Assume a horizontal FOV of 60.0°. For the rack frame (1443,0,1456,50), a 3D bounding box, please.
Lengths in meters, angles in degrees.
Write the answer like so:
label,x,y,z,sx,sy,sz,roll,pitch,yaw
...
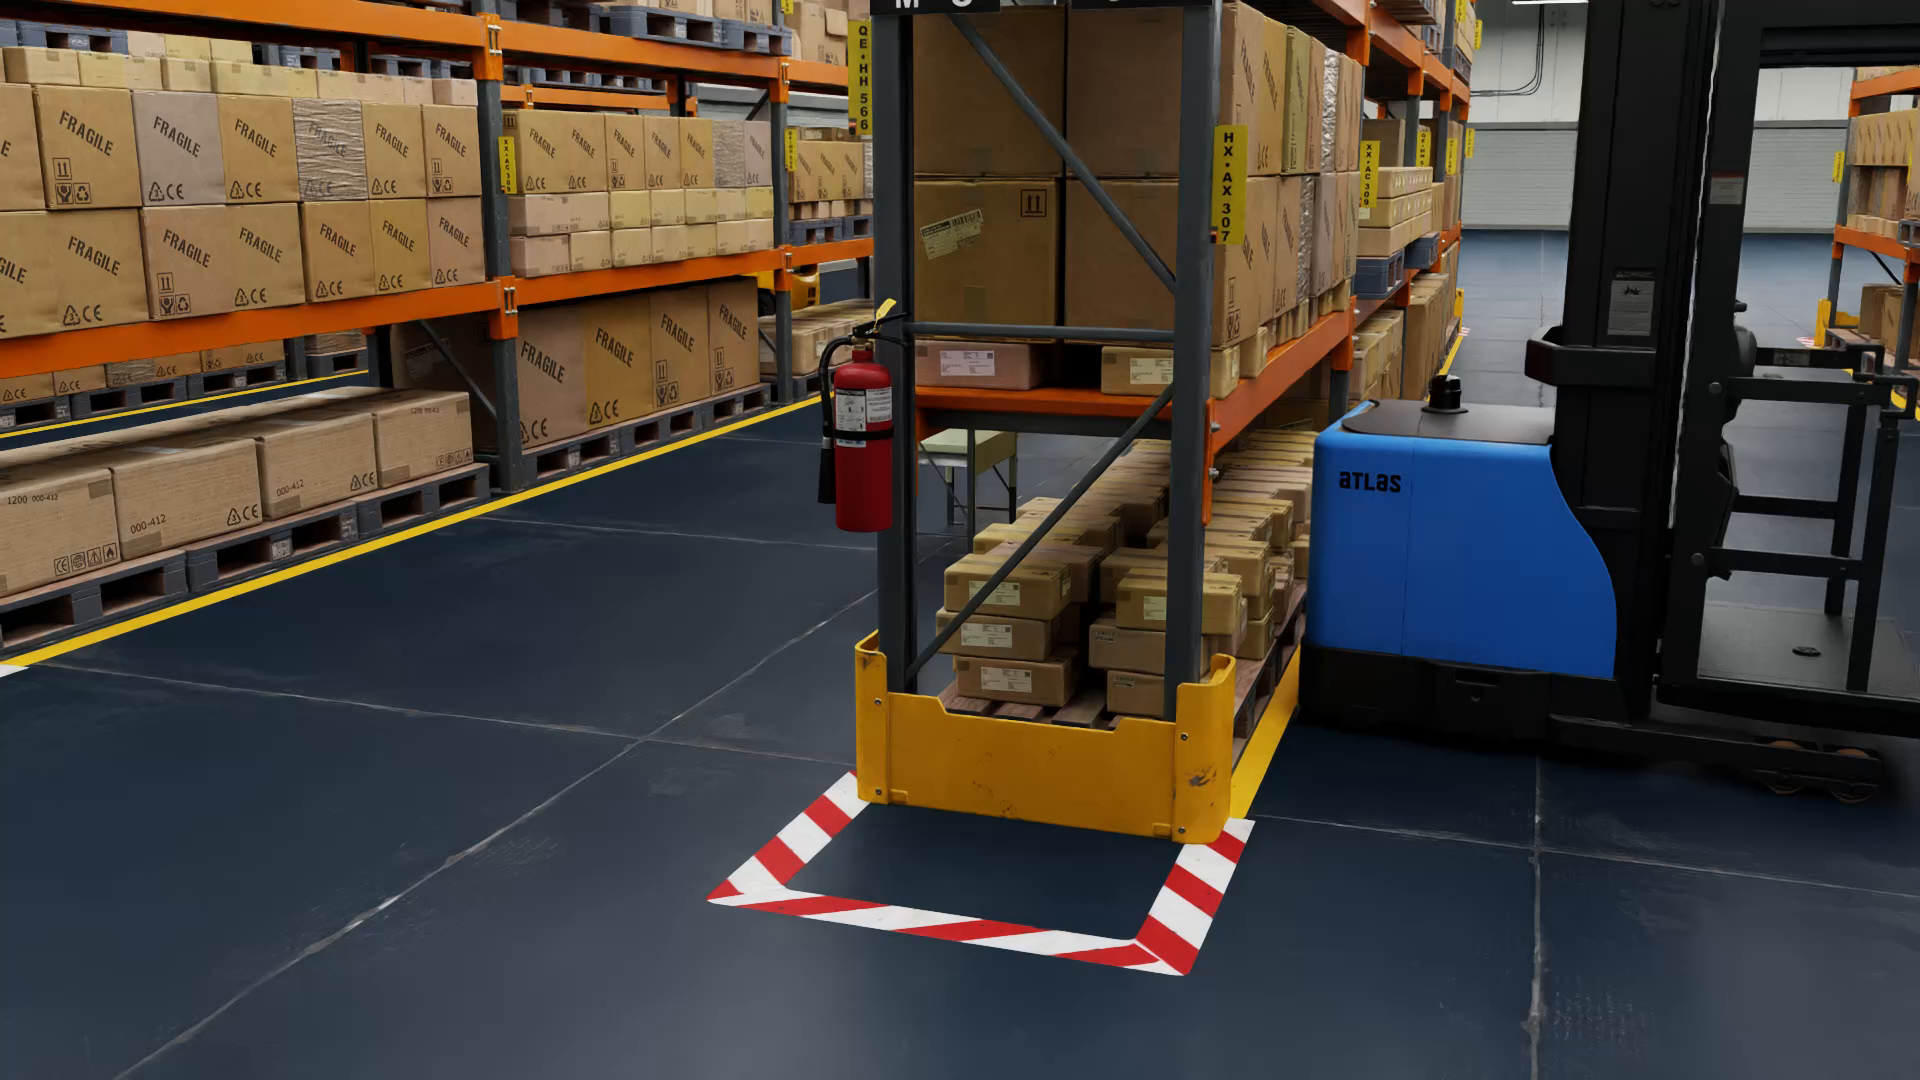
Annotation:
label,x,y,z,sx,sy,sz,roll,pitch,yaw
rack frame,4.117,-6.058,15.308,1.000,3.000,0.127,4,14,18

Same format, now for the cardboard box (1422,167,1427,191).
label,x,y,z,sx,sy,sz,roll,pitch,yaw
cardboard box,2.847,-2.363,10.884,0.380,0.149,0.250,5,14,20

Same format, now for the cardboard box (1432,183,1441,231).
label,x,y,z,sx,sy,sz,roll,pitch,yaw
cardboard box,4.038,-2.947,14.933,0.500,0.500,0.500,4,14,18

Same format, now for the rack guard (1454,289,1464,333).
label,x,y,z,sx,sy,sz,roll,pitch,yaw
rack guard,5.419,-2.762,19.966,1.175,0.500,0.348,4,14,18

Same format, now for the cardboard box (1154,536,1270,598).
label,x,y,z,sx,sy,sz,roll,pitch,yaw
cardboard box,0.903,0.092,5.970,0.380,0.149,0.250,4,14,18

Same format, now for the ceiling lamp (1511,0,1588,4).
label,x,y,z,sx,sy,sz,roll,pitch,yaw
ceiling lamp,14.862,-14.985,41.302,2.000,3.185,0.800,4,14,18

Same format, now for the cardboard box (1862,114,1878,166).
label,x,y,z,sx,sy,sz,roll,pitch,yaw
cardboard box,9.307,-3.972,16.510,0.500,0.500,0.500,4,14,18

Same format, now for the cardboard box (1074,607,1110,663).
label,x,y,z,sx,sy,sz,roll,pitch,yaw
cardboard box,0.362,0.342,6.213,0.380,0.149,0.250,4,14,18

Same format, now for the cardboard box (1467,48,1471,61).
label,x,y,z,sx,sy,sz,roll,pitch,yaw
cardboard box,5.377,-5.314,18.186,0.380,0.149,0.250,4,14,19

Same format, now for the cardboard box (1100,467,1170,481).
label,x,y,z,sx,sy,sz,roll,pitch,yaw
cardboard box,0.808,-0.218,7.329,0.380,0.149,0.250,4,13,16

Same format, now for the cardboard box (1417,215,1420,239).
label,x,y,z,sx,sy,sz,roll,pitch,yaw
cardboard box,2.763,-2.021,10.723,0.380,0.149,0.250,4,13,16

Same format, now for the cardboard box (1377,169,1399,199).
label,x,y,z,sx,sy,sz,roll,pitch,yaw
cardboard box,2.091,-1.871,8.729,0.380,0.149,0.250,5,14,21

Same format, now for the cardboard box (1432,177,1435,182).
label,x,y,z,sx,sy,sz,roll,pitch,yaw
cardboard box,4.225,-3.285,16.303,0.875,0.550,0.550,4,14,18

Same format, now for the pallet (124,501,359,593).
label,x,y,z,sx,sy,sz,roll,pitch,yaw
pallet,-3.901,-0.012,8.568,1.003,0.211,1.213,4,14,18

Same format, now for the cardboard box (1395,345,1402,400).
label,x,y,z,sx,sy,sz,roll,pitch,yaw
cardboard box,2.857,-1.120,11.827,0.500,0.500,0.500,4,14,18

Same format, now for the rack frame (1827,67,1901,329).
label,x,y,z,sx,sy,sz,roll,pitch,yaw
rack frame,10.072,-3.597,18.008,1.000,3.000,0.127,4,14,18

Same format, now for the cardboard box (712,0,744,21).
label,x,y,z,sx,sy,sz,roll,pitch,yaw
cardboard box,-2.034,-4.120,12.389,0.700,0.500,0.500,4,13,16

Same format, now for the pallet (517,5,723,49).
label,x,y,z,sx,sy,sz,roll,pitch,yaw
pallet,-2.411,-3.622,11.798,1.003,0.211,1.213,5,14,21

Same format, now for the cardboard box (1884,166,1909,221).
label,x,y,z,sx,sy,sz,roll,pitch,yaw
cardboard box,9.243,-3.254,15.612,0.875,0.500,0.500,4,14,18

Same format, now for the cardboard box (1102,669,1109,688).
label,x,y,z,sx,sy,sz,roll,pitch,yaw
cardboard box,0.714,0.430,5.826,0.380,0.149,0.250,4,14,18

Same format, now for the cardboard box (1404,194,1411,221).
label,x,y,z,sx,sy,sz,roll,pitch,yaw
cardboard box,2.425,-1.947,9.730,0.380,0.149,0.250,5,14,21

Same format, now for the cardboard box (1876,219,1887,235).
label,x,y,z,sx,sy,sz,roll,pitch,yaw
cardboard box,9.068,-3.014,16.016,0.380,0.149,0.250,4,14,18

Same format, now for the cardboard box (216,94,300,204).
label,x,y,z,sx,sy,sz,roll,pitch,yaw
cardboard box,-3.577,-1.882,8.021,0.500,0.500,0.500,4,14,19

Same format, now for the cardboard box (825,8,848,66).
label,x,y,z,sx,sy,sz,roll,pitch,yaw
cardboard box,-1.427,-4.462,14.825,0.797,0.503,0.637,4,14,18

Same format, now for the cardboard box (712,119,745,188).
label,x,y,z,sx,sy,sz,roll,pitch,yaw
cardboard box,-1.972,-2.926,12.596,0.500,0.500,0.500,5,14,19

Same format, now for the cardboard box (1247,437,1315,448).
label,x,y,z,sx,sy,sz,roll,pitch,yaw
cardboard box,1.615,-0.404,8.141,0.380,0.149,0.250,5,14,19

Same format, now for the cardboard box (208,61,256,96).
label,x,y,z,sx,sy,sz,roll,pitch,yaw
cardboard box,-3.564,-2.173,7.837,0.380,0.149,0.250,4,13,17

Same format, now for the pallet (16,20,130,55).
label,x,y,z,sx,sy,sz,roll,pitch,yaw
pallet,-7.276,-3.862,12.851,1.213,0.211,1.003,4,14,18

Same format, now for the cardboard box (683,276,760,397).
label,x,y,z,sx,sy,sz,roll,pitch,yaw
cardboard box,-2.196,-1.656,13.333,0.875,0.875,0.875,4,14,18

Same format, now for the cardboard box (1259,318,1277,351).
label,x,y,z,sx,sy,sz,roll,pitch,yaw
cardboard box,1.002,-0.808,6.352,0.380,0.149,0.250,4,13,17

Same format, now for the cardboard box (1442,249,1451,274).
label,x,y,z,sx,sy,sz,roll,pitch,yaw
cardboard box,4.675,-2.620,17.556,0.875,0.875,0.875,4,14,19

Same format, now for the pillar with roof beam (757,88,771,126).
label,x,y,z,sx,sy,sz,roll,pitch,yaw
pillar with roof beam,0.933,-8.464,25.847,9.100,9.000,0.400,4,14,18

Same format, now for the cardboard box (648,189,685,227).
label,x,y,z,sx,sy,sz,roll,pitch,yaw
cardboard box,-2.287,-2.350,11.756,0.500,0.250,0.500,4,13,17

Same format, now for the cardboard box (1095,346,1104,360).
label,x,y,z,sx,sy,sz,roll,pitch,yaw
cardboard box,0.316,-0.732,6.020,0.380,0.149,0.250,5,14,20

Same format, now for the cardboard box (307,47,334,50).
label,x,y,z,sx,sy,sz,roll,pitch,yaw
cardboard box,-6.058,-4.996,16.002,0.700,0.500,0.500,4,13,17

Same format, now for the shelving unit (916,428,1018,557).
label,x,y,z,sx,sy,sz,roll,pitch,yaw
shelving unit,0.002,-0.733,8.827,0.431,1.500,0.755,4,14,18

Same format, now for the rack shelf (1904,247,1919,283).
label,x,y,z,sx,sy,sz,roll,pitch,yaw
rack shelf,8.130,-1.983,12.553,1.077,0.370,4.000,4,14,18

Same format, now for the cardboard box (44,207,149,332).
label,x,y,z,sx,sy,sz,roll,pitch,yaw
cardboard box,-3.918,-1.180,7.190,0.500,0.500,0.500,4,13,18

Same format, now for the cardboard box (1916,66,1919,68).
label,x,y,z,sx,sy,sz,roll,pitch,yaw
cardboard box,8.678,-4.259,14.504,0.500,0.250,0.500,5,14,21

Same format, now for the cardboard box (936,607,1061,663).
label,x,y,z,sx,sy,sz,roll,pitch,yaw
cardboard box,0.135,0.302,5.720,0.380,0.149,0.250,4,13,17

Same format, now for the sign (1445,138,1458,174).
label,x,y,z,sx,sy,sz,roll,pitch,yaw
sign,4.633,-3.622,15.693,0.100,0.325,0.005,4,14,18

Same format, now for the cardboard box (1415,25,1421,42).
label,x,y,z,sx,sy,sz,roll,pitch,yaw
cardboard box,2.878,-3.664,11.334,0.500,0.500,0.500,4,14,18

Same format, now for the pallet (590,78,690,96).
label,x,y,z,sx,sy,sz,roll,pitch,yaw
pallet,-4.257,-5.940,21.728,1.003,0.211,1.213,4,14,18

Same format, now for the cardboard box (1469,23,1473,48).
label,x,y,z,sx,sy,sz,roll,pitch,yaw
cardboard box,5.354,-5.535,18.257,0.500,0.250,0.500,4,14,19

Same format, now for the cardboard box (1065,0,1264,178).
label,x,y,z,sx,sy,sz,roll,pitch,yaw
cardboard box,0.631,-1.363,5.081,0.500,0.500,0.500,4,14,18

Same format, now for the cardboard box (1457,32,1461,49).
label,x,y,z,sx,sy,sz,roll,pitch,yaw
cardboard box,4.638,-4.834,16.080,0.380,0.149,0.250,4,14,19

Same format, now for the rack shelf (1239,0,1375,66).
label,x,y,z,sx,sy,sz,roll,pitch,yaw
rack shelf,0.881,-2.140,6.497,1.077,0.370,4.000,4,14,18

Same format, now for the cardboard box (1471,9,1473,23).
label,x,y,z,sx,sy,sz,roll,pitch,yaw
cardboard box,5.376,-5.701,18.090,0.380,0.149,0.250,5,14,19

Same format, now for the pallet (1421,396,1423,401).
label,x,y,z,sx,sy,sz,roll,pitch,yaw
pallet,3.149,-1.092,13.299,1.003,0.211,1.213,4,14,18

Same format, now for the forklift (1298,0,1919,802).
label,x,y,z,sx,sy,sz,roll,pitch,yaw
forklift,2.797,-0.725,5.578,3.031,2.935,1.130,5,14,23

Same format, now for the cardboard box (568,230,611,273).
label,x,y,z,sx,sy,sz,roll,pitch,yaw
cardboard box,-2.630,-1.894,10.881,0.500,0.250,0.500,4,13,17

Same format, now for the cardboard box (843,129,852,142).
label,x,y,z,sx,sy,sz,roll,pitch,yaw
cardboard box,-1.086,-4.110,16.958,0.380,0.149,0.250,4,14,18

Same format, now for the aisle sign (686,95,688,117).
label,x,y,z,sx,sy,sz,roll,pitch,yaw
aisle sign,-3.704,-5.927,22.375,0.394,0.787,0.004,4,14,18

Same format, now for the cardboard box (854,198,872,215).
label,x,y,z,sx,sy,sz,roll,pitch,yaw
cardboard box,-1.044,-3.100,15.452,0.380,0.149,0.250,5,14,20
